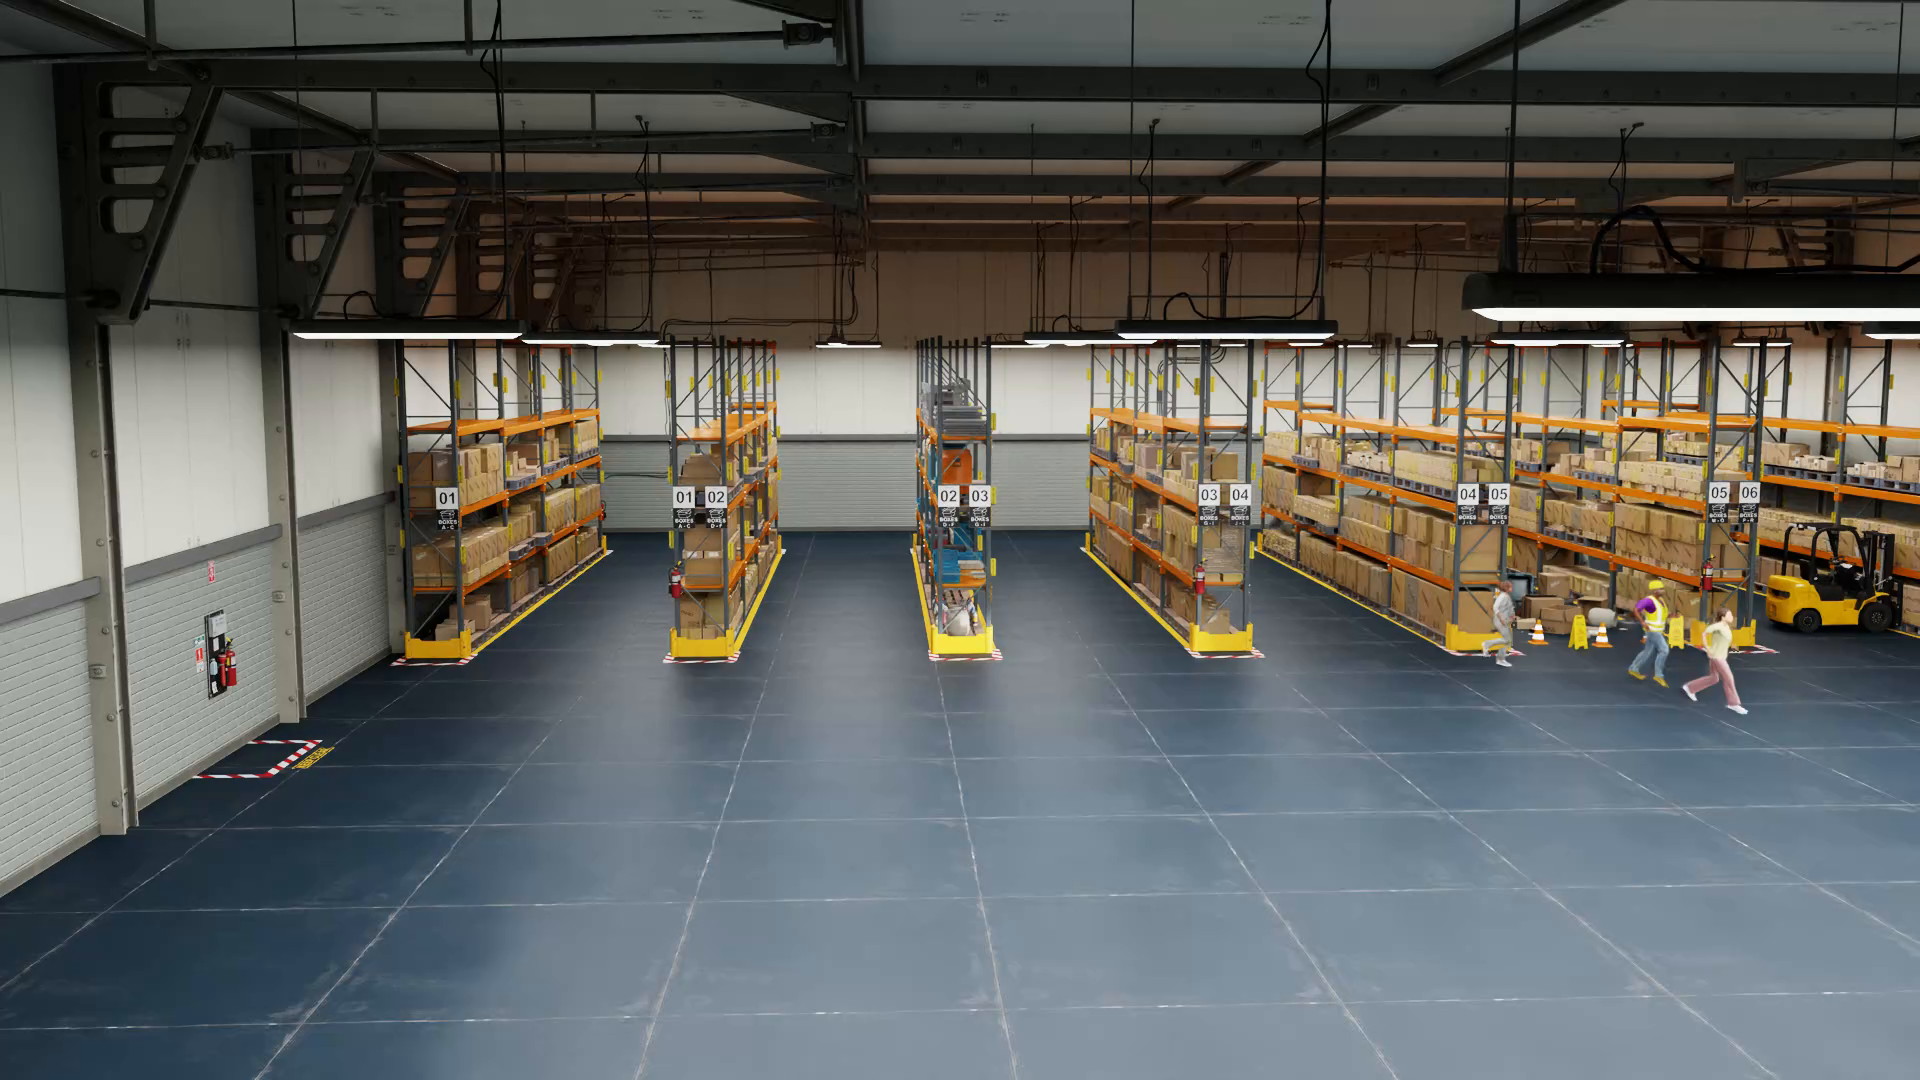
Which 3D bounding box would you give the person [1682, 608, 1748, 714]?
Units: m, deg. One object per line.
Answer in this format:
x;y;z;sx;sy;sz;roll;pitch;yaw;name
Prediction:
12.063;1.892;26.525;1.008;1.662;0.599;6;9;42;person

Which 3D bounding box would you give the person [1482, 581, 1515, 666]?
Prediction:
9.851;1.512;30.420;0.542;1.562;0.557;3;7;27;person

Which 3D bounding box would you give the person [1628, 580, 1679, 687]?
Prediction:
11.938;1.604;28.634;0.785;1.832;0.674;5;8;36;person

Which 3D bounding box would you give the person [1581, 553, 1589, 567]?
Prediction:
16.043;-0.021;42.969;0.624;1.822;1.010;0;6;0;person

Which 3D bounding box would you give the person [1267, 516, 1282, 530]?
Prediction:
9.374;-0.660;49.218;0.587;1.688;0.589;4;7;29;person
